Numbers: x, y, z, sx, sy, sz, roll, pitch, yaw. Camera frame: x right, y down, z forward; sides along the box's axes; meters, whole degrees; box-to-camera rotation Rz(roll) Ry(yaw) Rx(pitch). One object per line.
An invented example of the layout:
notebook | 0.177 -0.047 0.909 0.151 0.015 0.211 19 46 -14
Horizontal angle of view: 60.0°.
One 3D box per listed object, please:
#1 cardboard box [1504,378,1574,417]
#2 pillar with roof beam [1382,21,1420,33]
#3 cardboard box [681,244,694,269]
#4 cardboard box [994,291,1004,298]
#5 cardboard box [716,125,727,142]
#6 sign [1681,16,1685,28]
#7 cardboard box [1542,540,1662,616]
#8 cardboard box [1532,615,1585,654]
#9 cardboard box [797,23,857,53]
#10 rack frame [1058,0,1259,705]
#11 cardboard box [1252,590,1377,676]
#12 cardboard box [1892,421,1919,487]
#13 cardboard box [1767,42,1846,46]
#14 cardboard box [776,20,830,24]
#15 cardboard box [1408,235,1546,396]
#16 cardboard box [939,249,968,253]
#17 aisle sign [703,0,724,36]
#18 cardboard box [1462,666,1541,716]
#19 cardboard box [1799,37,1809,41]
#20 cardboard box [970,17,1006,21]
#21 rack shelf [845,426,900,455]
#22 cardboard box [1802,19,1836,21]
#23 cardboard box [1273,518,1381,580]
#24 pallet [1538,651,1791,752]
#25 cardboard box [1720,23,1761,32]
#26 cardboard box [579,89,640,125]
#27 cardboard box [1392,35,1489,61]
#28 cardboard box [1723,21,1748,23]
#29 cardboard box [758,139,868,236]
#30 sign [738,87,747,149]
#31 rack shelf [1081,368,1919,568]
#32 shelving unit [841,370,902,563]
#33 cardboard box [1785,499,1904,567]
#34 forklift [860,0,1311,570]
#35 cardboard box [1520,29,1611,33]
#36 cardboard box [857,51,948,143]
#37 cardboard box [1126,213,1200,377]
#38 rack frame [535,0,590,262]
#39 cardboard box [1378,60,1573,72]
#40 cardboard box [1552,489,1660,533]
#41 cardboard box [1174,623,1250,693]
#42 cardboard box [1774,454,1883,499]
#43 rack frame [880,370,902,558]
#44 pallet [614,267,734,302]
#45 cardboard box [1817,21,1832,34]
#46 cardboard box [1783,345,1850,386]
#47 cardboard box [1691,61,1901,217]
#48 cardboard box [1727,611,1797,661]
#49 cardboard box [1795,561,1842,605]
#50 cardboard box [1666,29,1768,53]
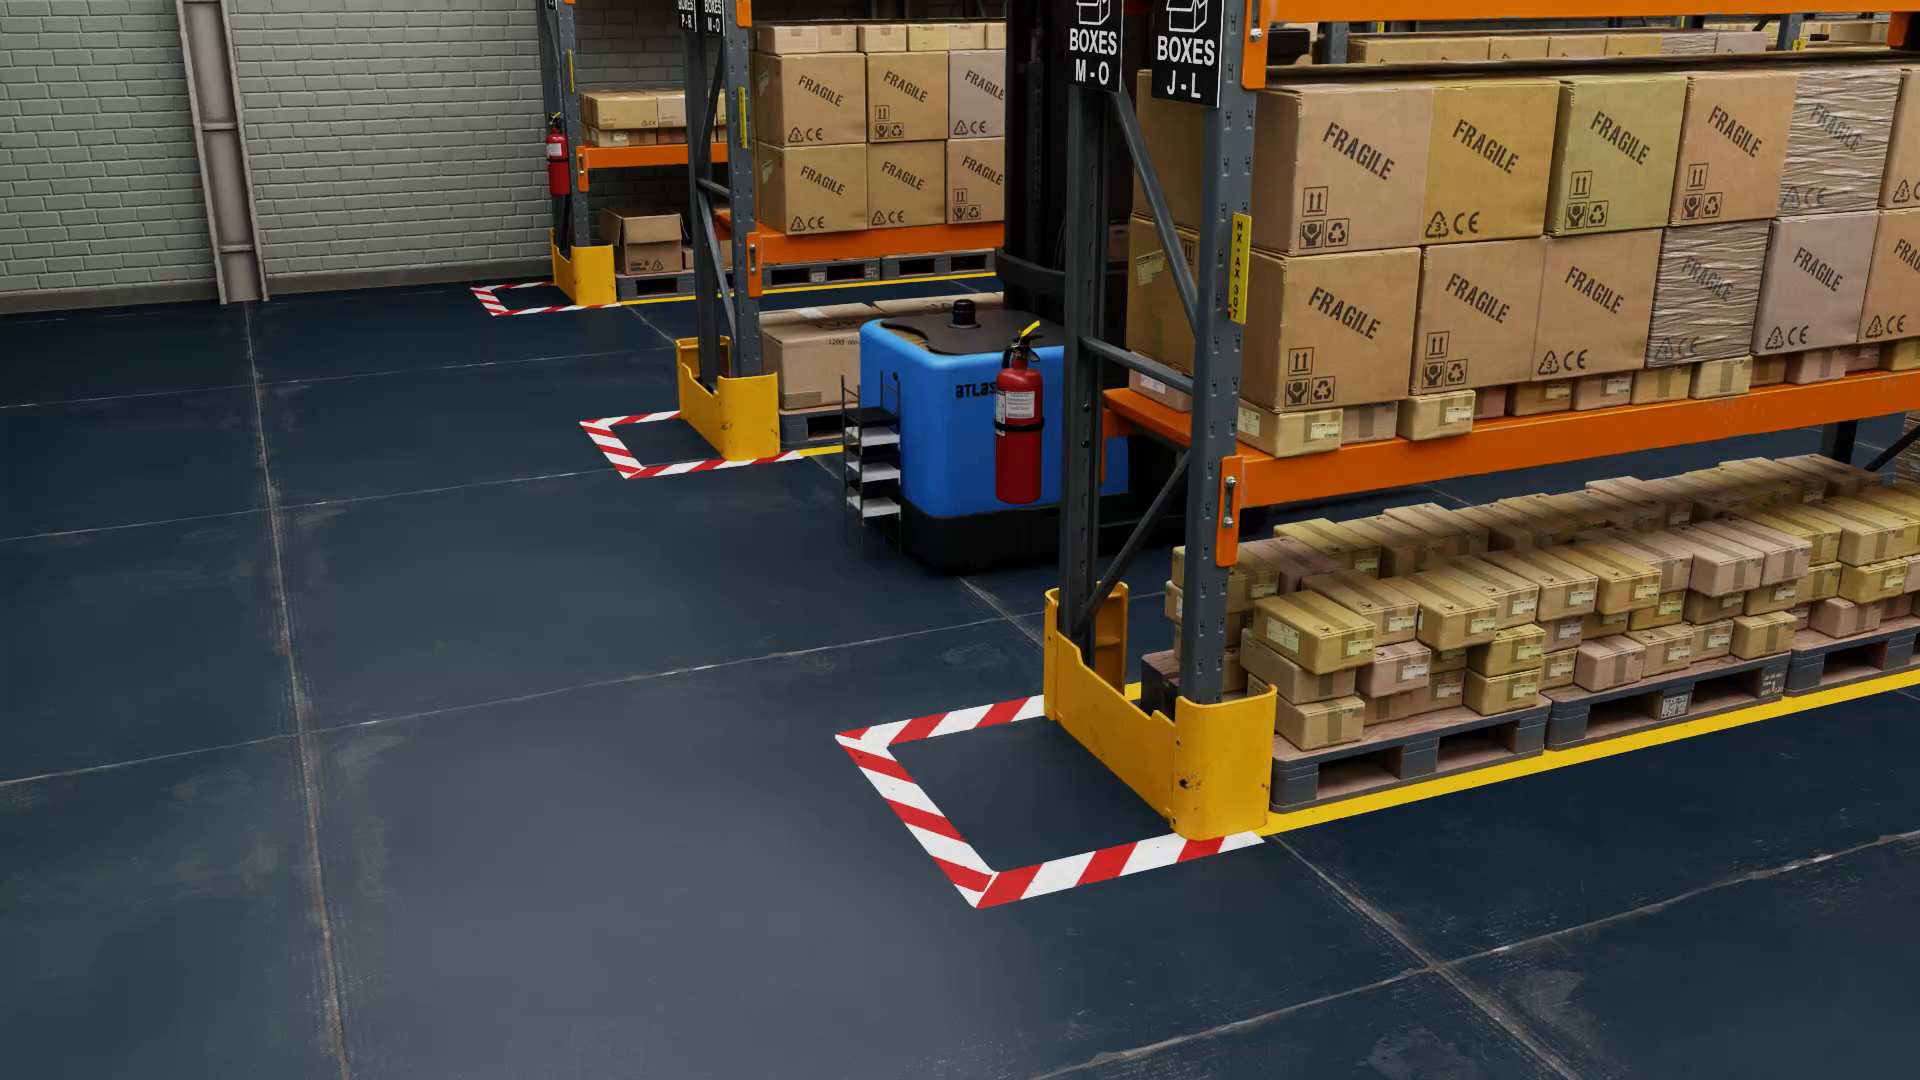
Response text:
cardboard box | 1.984 -0.573 6.010 0.250 0.149 0.380 -8 21 -22
pillar with roof beam | 6.497 -6.604 13.730 0.400 9.000 9.100 -8 21 -22
cardboard box | -2.390 -2.538 14.873 0.250 0.149 0.380 -9 21 -24
cardboard box | 0.807 -1.423 11.274 0.875 0.438 0.875 -9 21 -24
cardboard box | -2.043 -3.574 14.534 0.250 0.149 0.380 -8 21 -21
sign | 7.848 -5.512 18.036 0.005 0.325 0.100 -8 21 -22
cardboard box | 2.445 0.142 6.366 0.250 0.149 0.380 -8 21 -21
cardboard box | 2.160 0.294 6.383 0.250 0.149 0.380 -9 21 -25
cardboard box | -0.777 -2.919 9.662 0.250 0.149 0.380 -8 21 -21
rack frame | 0.629 -0.579 5.651 0.127 3.000 1.000 -8 21 -22
cardboard box | 1.244 0.321 5.857 0.250 0.149 0.380 -9 21 -24
cardboard box | 4.881 -0.299 7.985 0.500 0.500 0.500 -9 21 -23
cardboard box | 6.699 -3.729 13.367 0.500 0.500 0.500 -9 21 -23
cardboard box | -0.951 -3.049 10.033 0.250 0.149 0.380 -8 21 -21
cardboard box | 1.632 -0.820 5.735 0.500 0.500 0.500 -8 21 -22
cardboard box | -0.117 -2.805 15.634 0.250 0.149 0.380 -9 21 -24
aisle sign | -1.376 -3.204 9.190 0.004 0.787 0.394 -8 21 -22
cardboard box | 1.948 0.502 6.241 0.250 0.149 0.380 -8 21 -21
cardboard box | 9.449 -5.680 19.009 0.250 0.149 0.380 -9 21 -23
cardboard box | 0.224 -3.222 10.523 0.250 0.149 0.380 -7 21 -20
rack shelf | -0.434 -0.498 8.139 0.200 0.077 0.258 -9 21 -23
cardboard box | 10.180 -6.117 19.803 0.250 0.149 0.380 -8 21 -22
cardboard box | 1.455 0.051 6.624 0.250 0.149 0.380 -9 21 -23
pallet | 2.577 0.471 6.867 1.213 0.211 1.003 -8 21 -22
cardboard box | 8.746 -5.713 18.656 0.250 0.149 0.380 -8 21 -21
cardboard box | -3.077 -3.800 14.575 0.500 0.250 0.500 -8 21 -20
cardboard box | 3.222 -3.166 11.342 0.500 0.500 0.500 -8 21 -22
cardboard box | 8.986 -5.954 19.339 0.250 0.149 0.380 -8 21 -23
cardboard box | -0.870 -2.098 9.814 0.500 0.500 0.500 -8 21 -22
sign | -1.210 -2.351 9.260 0.005 0.325 0.100 -8 21 -22
rack shelf | 2.465 -0.503 6.517 4.000 0.370 1.077 -8 21 -22
shelving unit | -0.434 -0.359 8.188 0.210 0.900 0.258 -9 21 -23
cardboard box | 3.633 -0.033 6.863 0.250 0.149 0.380 -8 21 -22
forklift | 1.037 -1.545 8.498 3.031 2.935 1.130 -9 21 -23
cardboard box | 4.438 -3.525 12.360 0.500 0.500 0.500 -8 21 -20
cardboard box | -0.400 -2.641 9.849 0.500 0.500 0.500 -9 21 -23
cardboard box | 0.939 -0.904 5.976 0.500 0.500 0.500 -8 21 -21
rack frame | -3.394 -3.589 14.198 0.127 3.000 1.000 -8 21 -22
cardboard box | 1.889 -1.512 6.197 0.500 0.500 0.500 -7 21 -19
cardboard box | 2.700 -0.080 6.997 0.250 0.149 0.380 -9 21 -24
cardboard box | 1.029 0.434 6.432 0.250 0.149 0.380 -8 21 -21
cardboard box | 3.903 -0.257 7.501 0.250 0.149 0.380 -7 21 -20
rack frame | -0.341 -0.373 8.227 0.006 0.900 0.240 -9 21 -23
pallet | -2.593 -2.388 14.988 1.213 0.211 1.003 -8 21 -22
cardboard box | 9.919 -5.877 19.122 0.250 0.149 0.380 -8 21 -21
cardboard box | 3.186 -0.723 6.436 0.250 0.149 0.380 -9 21 -24
cardboard box | 3.029 -1.488 6.127 0.500 0.500 0.500 -8 21 -21
cardboard box | 3.126 0.333 6.721 0.250 0.149 0.380 -8 21 -22
cardboard box | 3.387 0.122 6.871 0.250 0.149 0.380 -8 21 -21
cardboard box | 5.550 -3.499 12.287 0.500 0.500 0.500 -9 21 -23
